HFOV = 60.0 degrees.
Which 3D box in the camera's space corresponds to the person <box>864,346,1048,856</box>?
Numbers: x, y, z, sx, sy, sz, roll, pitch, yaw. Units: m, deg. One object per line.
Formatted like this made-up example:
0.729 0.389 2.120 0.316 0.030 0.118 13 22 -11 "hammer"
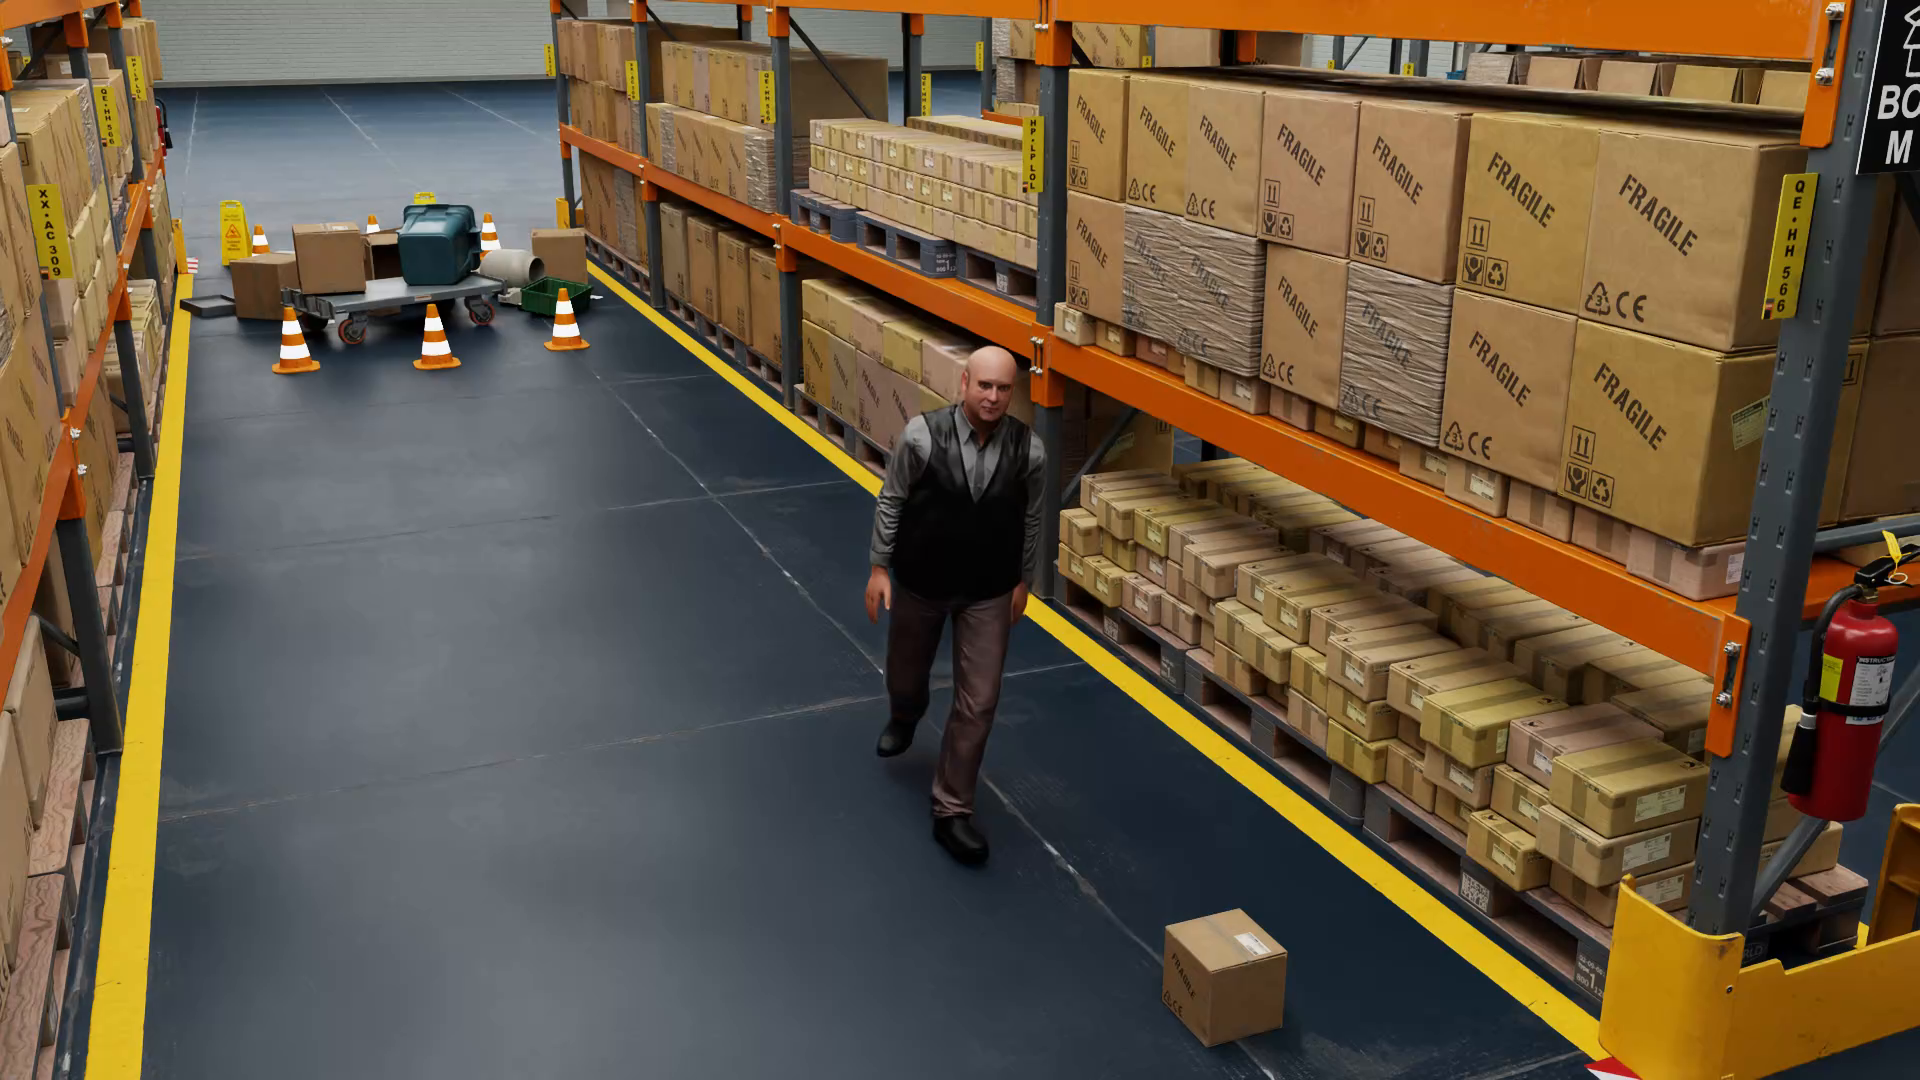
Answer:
-0.022 0.147 5.709 0.622 1.684 0.956 -3 19 -10 "person"
